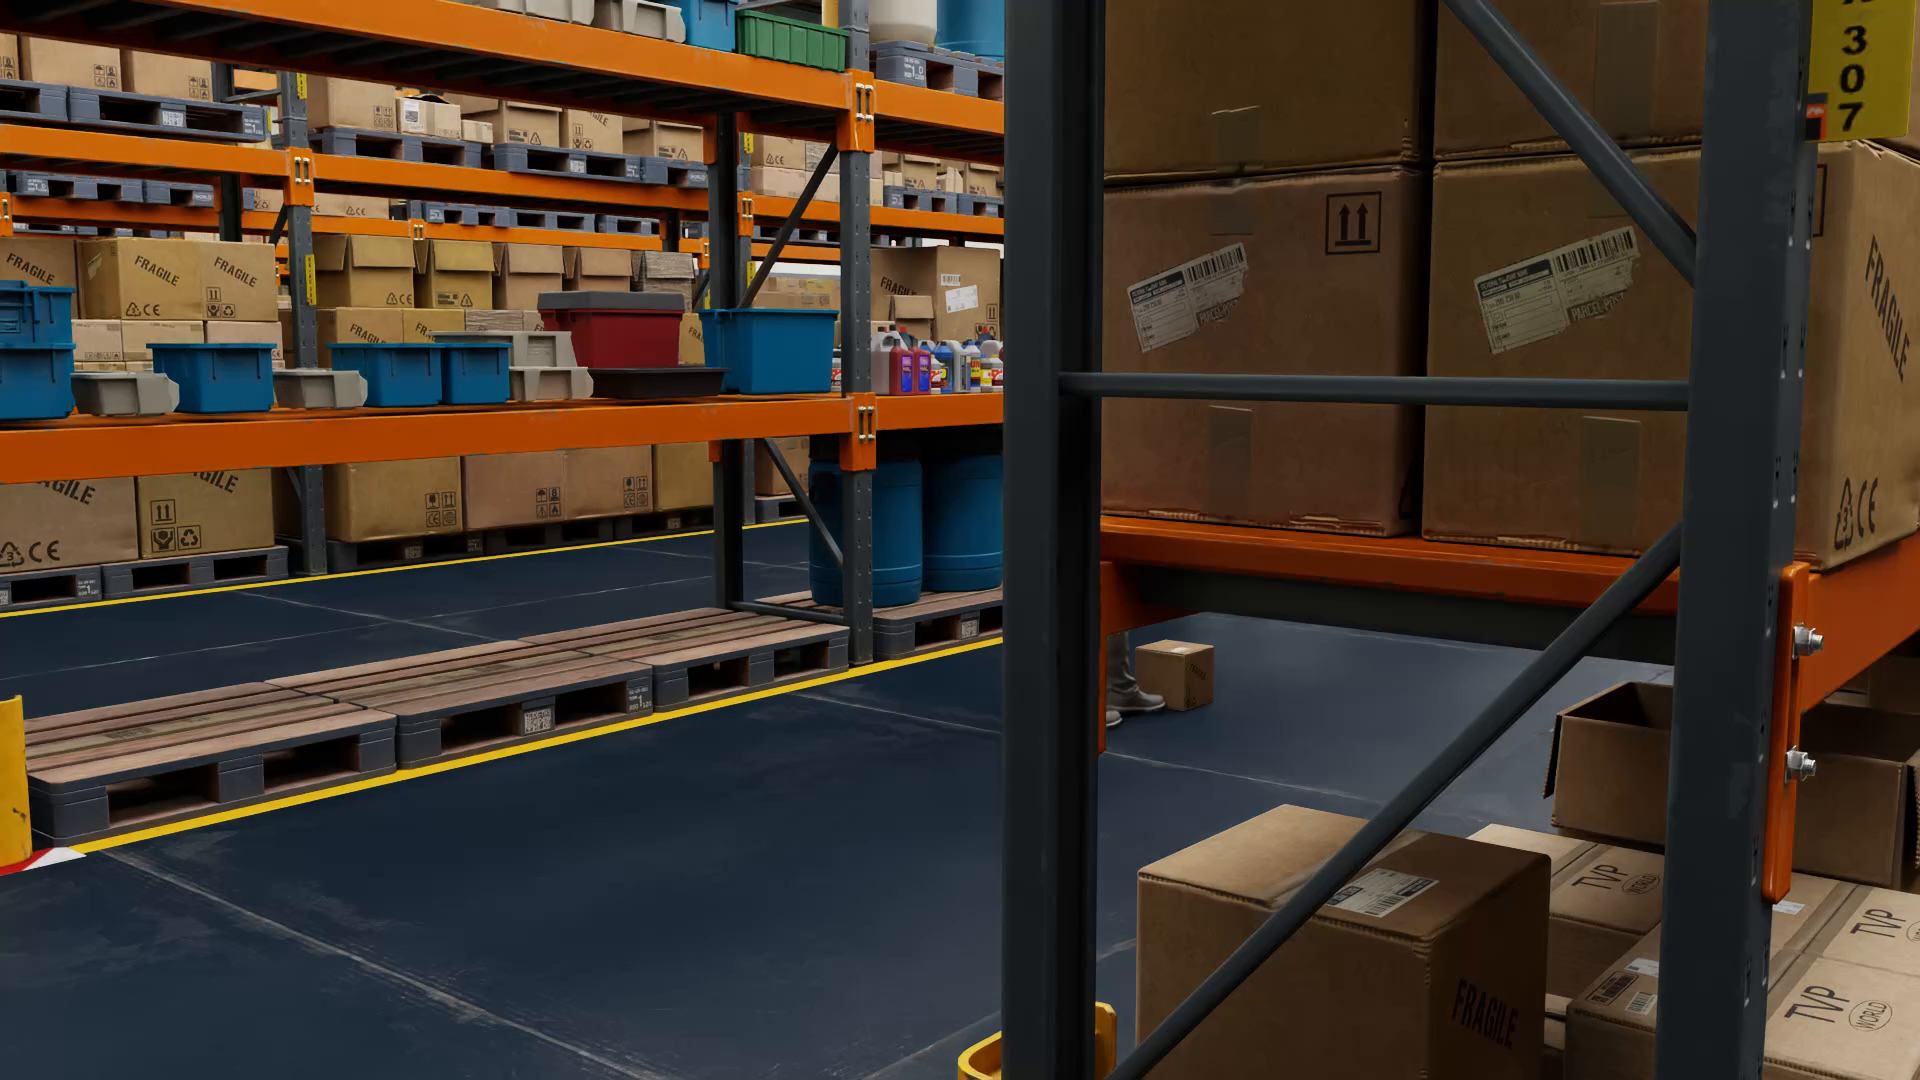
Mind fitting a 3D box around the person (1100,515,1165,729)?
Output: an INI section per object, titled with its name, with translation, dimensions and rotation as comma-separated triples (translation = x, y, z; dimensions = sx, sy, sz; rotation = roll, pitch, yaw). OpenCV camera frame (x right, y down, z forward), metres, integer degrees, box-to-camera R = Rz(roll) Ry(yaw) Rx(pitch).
[person]
translation = 0.664, -0.080, 6.819
dimensions = 0.634, 1.672, 0.500
rotation = -4, 8, -33
